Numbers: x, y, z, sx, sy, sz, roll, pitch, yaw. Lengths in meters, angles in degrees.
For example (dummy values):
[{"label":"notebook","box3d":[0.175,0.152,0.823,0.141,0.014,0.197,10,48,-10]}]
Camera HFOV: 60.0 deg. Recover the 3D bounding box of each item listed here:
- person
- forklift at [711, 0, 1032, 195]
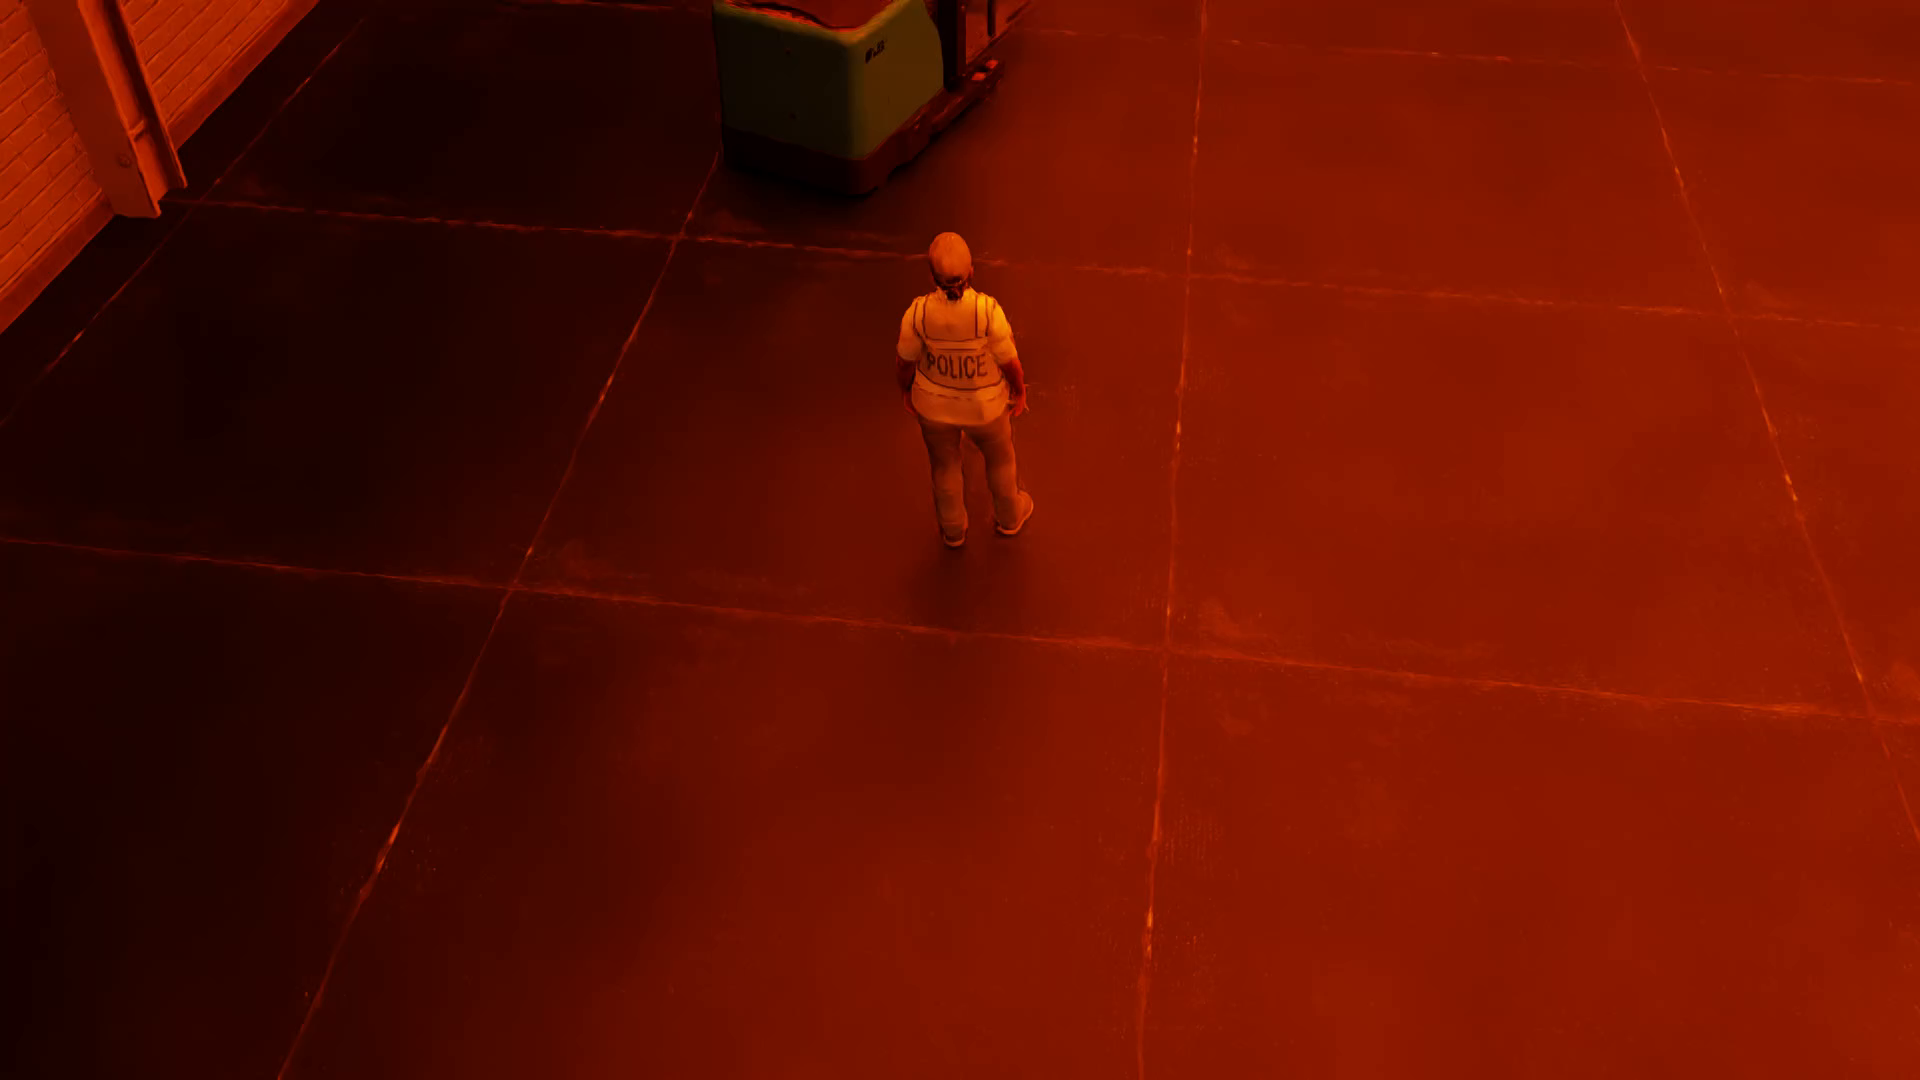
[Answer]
[{"label":"person","box3d":[0.033,-0.668,7.376,0.598,1.669,0.529,5,43,6]},{"label":"forklift","box3d":[-0.350,-4.161,10.254,1.130,2.935,3.031,19,46,20]}]
